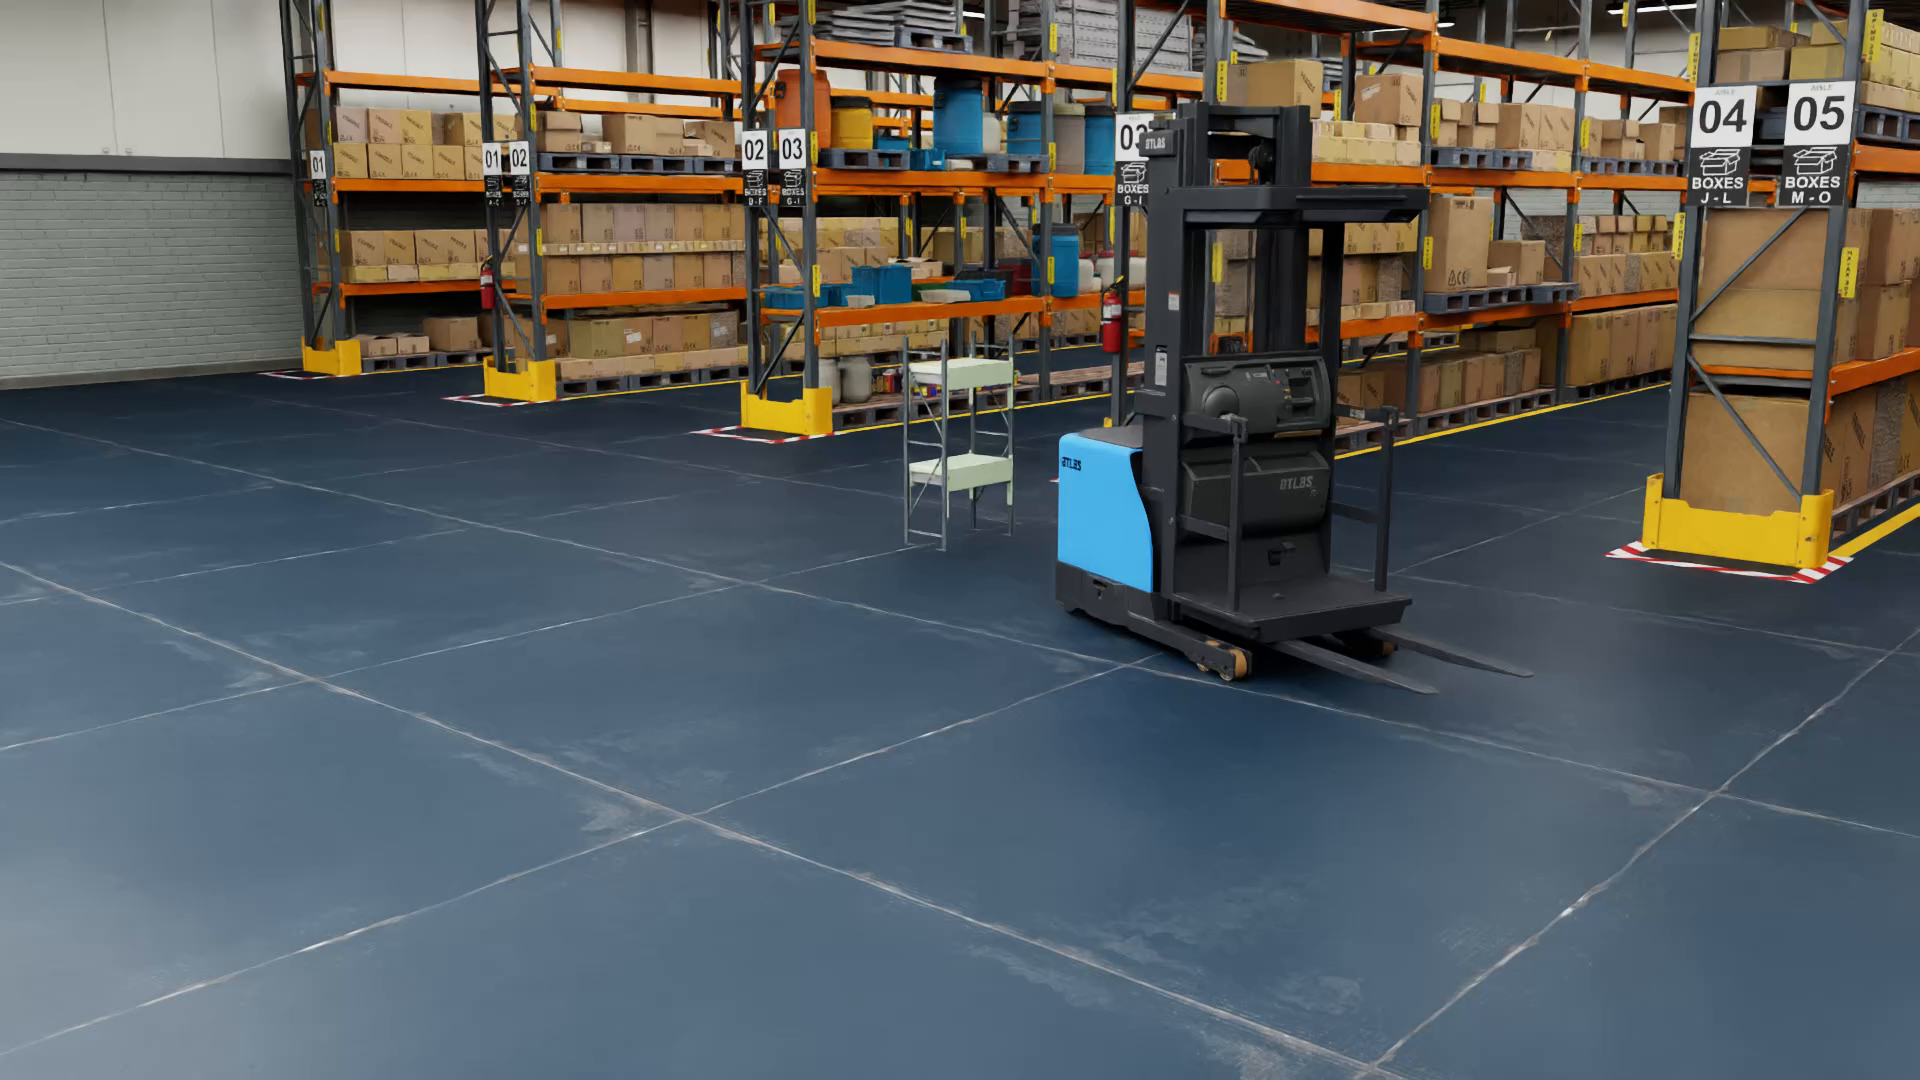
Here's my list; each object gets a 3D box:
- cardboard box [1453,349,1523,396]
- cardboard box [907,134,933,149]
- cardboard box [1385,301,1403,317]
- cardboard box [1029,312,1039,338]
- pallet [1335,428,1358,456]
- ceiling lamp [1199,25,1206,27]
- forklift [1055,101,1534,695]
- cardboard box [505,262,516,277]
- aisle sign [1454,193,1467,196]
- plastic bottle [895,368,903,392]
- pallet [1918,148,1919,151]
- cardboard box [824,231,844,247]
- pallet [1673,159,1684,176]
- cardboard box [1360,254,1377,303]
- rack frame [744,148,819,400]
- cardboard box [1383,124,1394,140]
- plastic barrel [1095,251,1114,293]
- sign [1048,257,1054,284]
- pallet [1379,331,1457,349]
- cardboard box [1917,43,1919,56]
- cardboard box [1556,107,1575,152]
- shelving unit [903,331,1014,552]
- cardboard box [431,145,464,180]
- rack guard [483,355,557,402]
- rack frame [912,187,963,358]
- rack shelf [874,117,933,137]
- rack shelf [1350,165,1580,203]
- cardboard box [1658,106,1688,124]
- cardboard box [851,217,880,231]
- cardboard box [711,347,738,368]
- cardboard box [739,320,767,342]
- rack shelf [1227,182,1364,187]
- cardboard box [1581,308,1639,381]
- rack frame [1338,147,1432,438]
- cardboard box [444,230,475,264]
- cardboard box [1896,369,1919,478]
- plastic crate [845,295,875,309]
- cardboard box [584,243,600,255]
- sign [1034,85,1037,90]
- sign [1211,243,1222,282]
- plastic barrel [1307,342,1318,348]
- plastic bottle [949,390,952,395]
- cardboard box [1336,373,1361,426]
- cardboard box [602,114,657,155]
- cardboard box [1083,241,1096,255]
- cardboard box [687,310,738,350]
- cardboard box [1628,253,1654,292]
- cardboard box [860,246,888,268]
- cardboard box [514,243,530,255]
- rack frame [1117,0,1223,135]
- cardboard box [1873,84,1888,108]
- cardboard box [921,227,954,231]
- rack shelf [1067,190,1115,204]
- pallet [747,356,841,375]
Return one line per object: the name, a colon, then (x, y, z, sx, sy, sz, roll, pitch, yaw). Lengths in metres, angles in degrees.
cardboard box: (6.292, -2.014, 19.895, 0.700, 0.500, 0.500, 8, 14, 36)
cardboard box: (-0.765, -7.807, 33.123, 0.500, 0.500, 0.500, 10, 15, 40)
cardboard box: (4.342, -2.392, 17.168, 0.380, 0.149, 0.250, 10, 15, 40)
cardboard box: (1.169, -3.738, 28.527, 0.500, 0.500, 0.500, 9, 14, 38)
pallet: (3.213, -0.969, 16.523, 1.003, 0.211, 1.213, 10, 15, 40)
ceiling lamp: (4.863, -12.179, 35.312, 2.000, 3.185, 0.800, 10, 15, 40)
forklift: (1.713, -0.810, 8.785, 1.130, 2.935, 3.031, -6, 13, -28)
cardboard box: (-7.147, -4.296, 26.395, 0.500, 0.250, 0.500, 10, 15, 41)
aisle sign: (8.903, -6.273, 29.325, 0.394, 0.787, 0.004, 10, 15, 40)
plastic bottle: (-0.764, -1.933, 20.060, 0.152, 0.276, 0.135, 9, 15, 39)
pallet: (8.662, -3.482, 14.817, 0.805, 0.209, 1.217, 9, 14, 38)
cardboard box: (-2.555, -5.599, 31.520, 0.500, 0.500, 0.500, 10, 15, 42)
pallet: (10.264, -5.343, 23.874, 1.003, 0.211, 1.213, 10, 15, 40)
cardboard box: (3.735, -2.688, 16.994, 0.875, 0.500, 0.500, 10, 15, 40)
rack frame: (-1.926, -2.672, 17.930, 1.000, 3.000, 0.127, 10, 15, 40)
cardboard box: (4.092, -4.052, 16.547, 0.380, 0.149, 0.250, 9, 14, 38)
plastic barrel: (1.995, -3.547, 21.966, 0.433, 0.535, 0.433, 0, 11, 0)
sign: (1.120, -3.323, 20.485, 0.100, 0.325, 0.005, 10, 15, 40)
pallet: (8.062, -3.542, 29.407, 1.003, 0.211, 1.213, 10, 15, 40)
cardboard box: (6.753, -3.564, 12.016, 0.380, 0.149, 0.250, 10, 15, 40)
cardboard box: (6.948, -4.871, 19.751, 0.500, 0.500, 0.500, 10, 15, 42)
shelving unit: (-0.004, -0.734, 12.059, 0.431, 1.500, 0.755, 10, 15, 40)
cardboard box: (-7.901, -5.732, 25.288, 0.500, 0.500, 0.500, 11, 16, 44)
rack guard: (-5.660, -2.083, 21.366, 1.175, 0.500, 0.348, 10, 15, 40)
rack frame: (-0.363, -4.490, 27.032, 1.000, 3.000, 0.127, 10, 15, 40)
rack shelf: (-0.126, -8.405, 34.178, 1.077, 0.370, 4.000, 10, 15, 40)
rack shelf: (5.755, -4.032, 18.920, 1.077, 0.370, 4.000, 10, 15, 40)
cardboard box: (10.342, -6.077, 23.824, 0.500, 0.250, 0.500, 9, 14, 37)
cardboard box: (-1.907, -6.115, 32.188, 0.500, 0.250, 0.500, 10, 15, 42)
cardboard box: (-3.483, -2.590, 23.469, 0.500, 0.250, 0.500, 10, 15, 40)
cardboard box: (-2.952, -3.131, 24.743, 0.500, 0.311, 0.500, 10, 15, 40)
rack shelf: (4.675, -5.261, 25.073, 1.077, 0.370, 4.000, 10, 15, 40)
cardboard box: (8.141, -2.601, 21.930, 1.225, 0.875, 0.875, 10, 15, 41)
rack frame: (4.435, -2.620, 17.670, 1.000, 3.000, 0.127, 10, 15, 40)
cardboard box: (-7.816, -4.512, 25.562, 0.500, 0.500, 0.500, 10, 15, 42)
cardboard box: (7.626, -1.044, 14.134, 0.875, 0.875, 0.875, 10, 15, 41)
plastic crate: (-1.094, -2.633, 18.407, 0.298, 0.136, 0.250, 10, 15, 40)
cardboard box: (-4.886, -3.786, 21.595, 0.380, 0.149, 0.250, 10, 15, 41)
sign: (1.592, -9.673, 35.080, 0.100, 0.325, 0.005, 10, 15, 40)
sign: (2.202, -2.386, 14.288, 0.100, 0.325, 0.005, 10, 15, 40)
plastic barrel: (5.623, -3.536, 26.544, 0.600, 0.901, 0.708, 10, 15, 40)
plastic bottle: (-0.137, -1.822, 19.694, 0.097, 0.201, 0.097, 0, 11, 0)
cardboard box: (3.769, -1.461, 17.178, 0.500, 0.500, 0.500, -7, 13, -30)
cardboard box: (-4.343, -5.316, 21.827, 0.500, 0.500, 0.500, 10, 15, 40)
cardboard box: (2.414, -5.234, 30.503, 0.500, 0.500, 0.500, 10, 15, 41)
cardboard box: (-3.485, -2.958, 23.397, 0.500, 0.500, 0.500, 10, 15, 40)
cardboard box: (8.941, -3.592, 22.283, 0.500, 0.500, 0.500, 10, 15, 40)
cardboard box: (-1.459, -4.290, 25.776, 0.500, 0.500, 0.500, 9, 14, 37)
cardboard box: (-5.535, -3.761, 21.471, 0.380, 0.149, 0.250, 9, 15, 39)
rack frame: (1.795, -4.973, 14.136, 1.000, 3.000, 0.127, 10, 15, 40)
cardboard box: (6.088, -3.025, 11.352, 0.380, 0.149, 0.250, 10, 15, 41)
cardboard box: (-0.590, -6.050, 34.076, 0.980, 0.700, 0.700, 9, 15, 39)
rack shelf: (3.597, -6.491, 31.229, 1.077, 0.370, 4.000, 10, 15, 40)
pallet: (-2.547, -2.647, 24.927, 1.003, 0.211, 1.213, 10, 15, 40)
